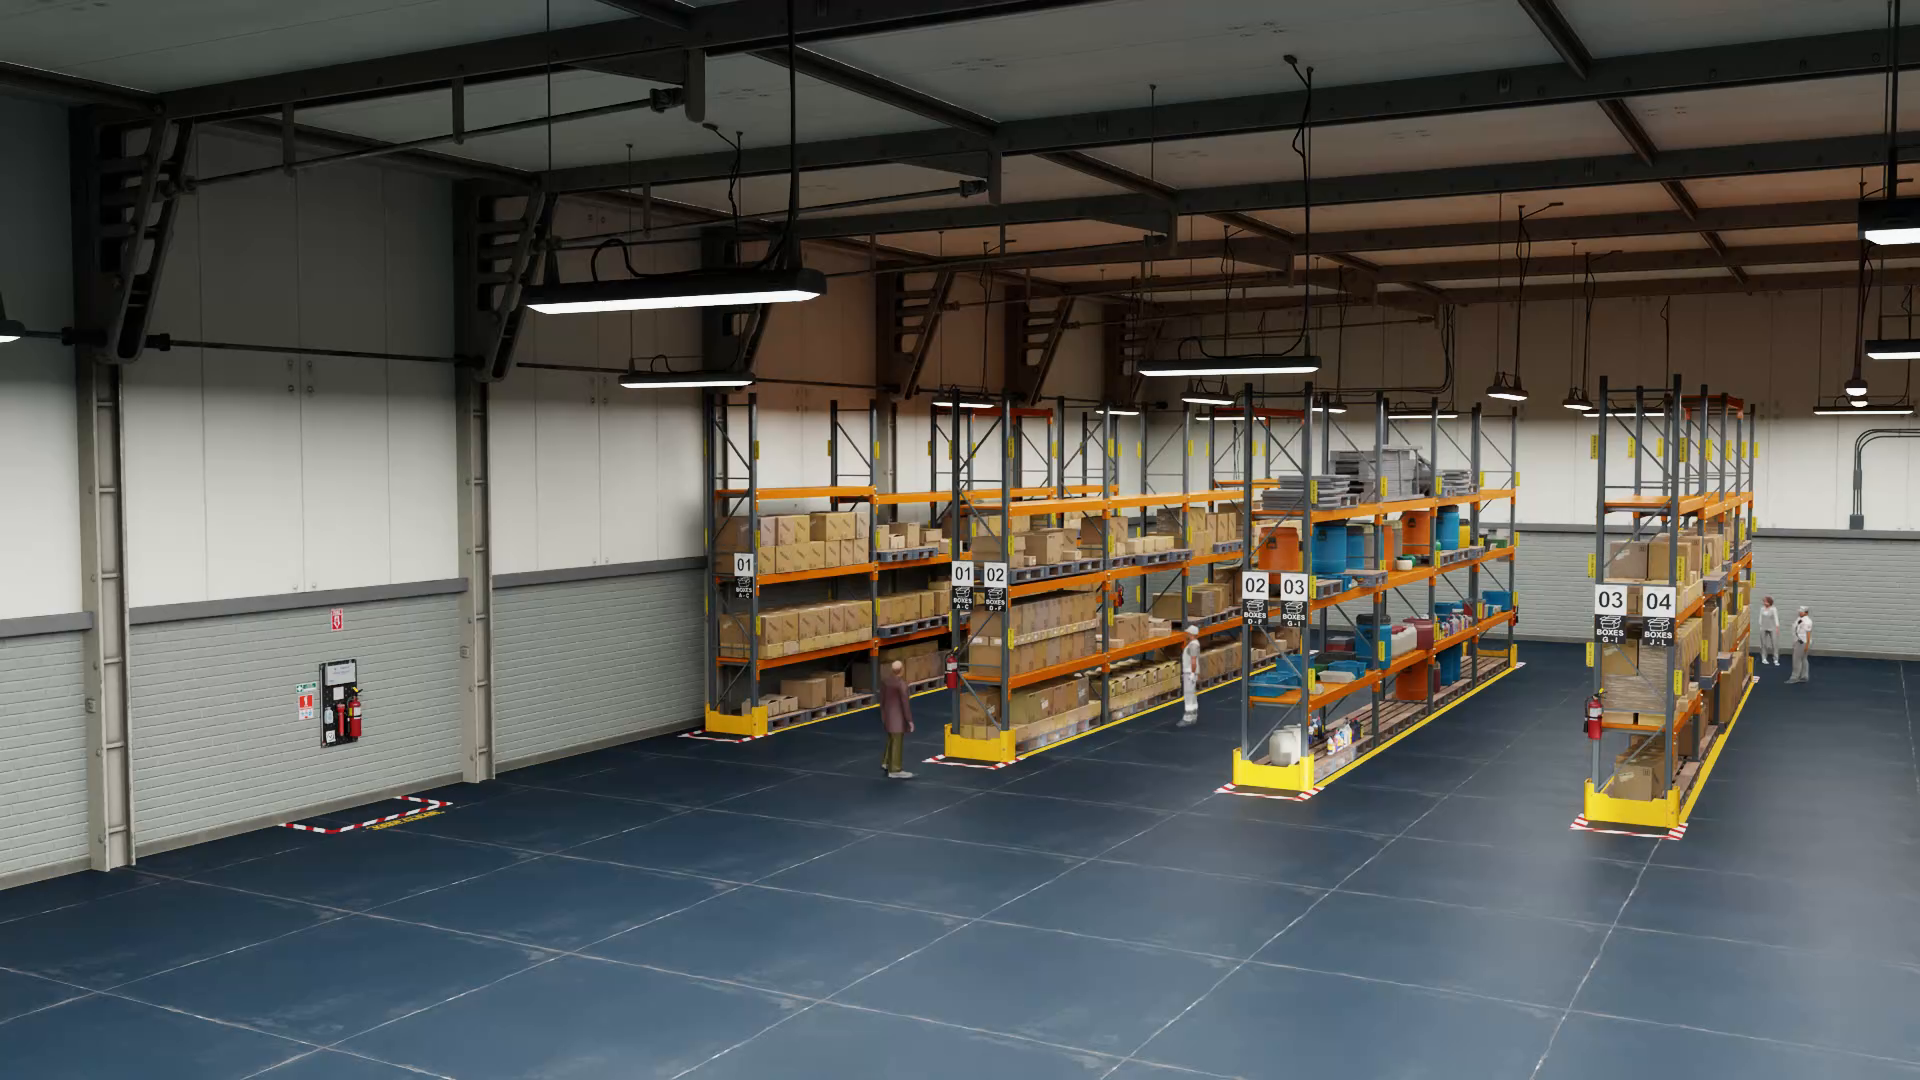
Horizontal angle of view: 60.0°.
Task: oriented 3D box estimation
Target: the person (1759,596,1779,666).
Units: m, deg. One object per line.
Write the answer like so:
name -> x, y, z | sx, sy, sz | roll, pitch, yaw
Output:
person -> 18.933, 2.118, 38.901 | 0.465, 1.611, 0.347 | 2, 4, 35

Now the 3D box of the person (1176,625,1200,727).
person -> 4.160, 2.468, 30.323 | 0.441, 1.805, 0.654 | 0, 3, 8

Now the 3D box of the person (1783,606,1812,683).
person -> 18.053, 2.257, 35.840 | 0.525, 1.702, 0.494 | 1, 3, 24

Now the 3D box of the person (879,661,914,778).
person -> -0.984, 2.752, 25.498 | 0.423, 1.821, 0.673 | -2, 4, -31
